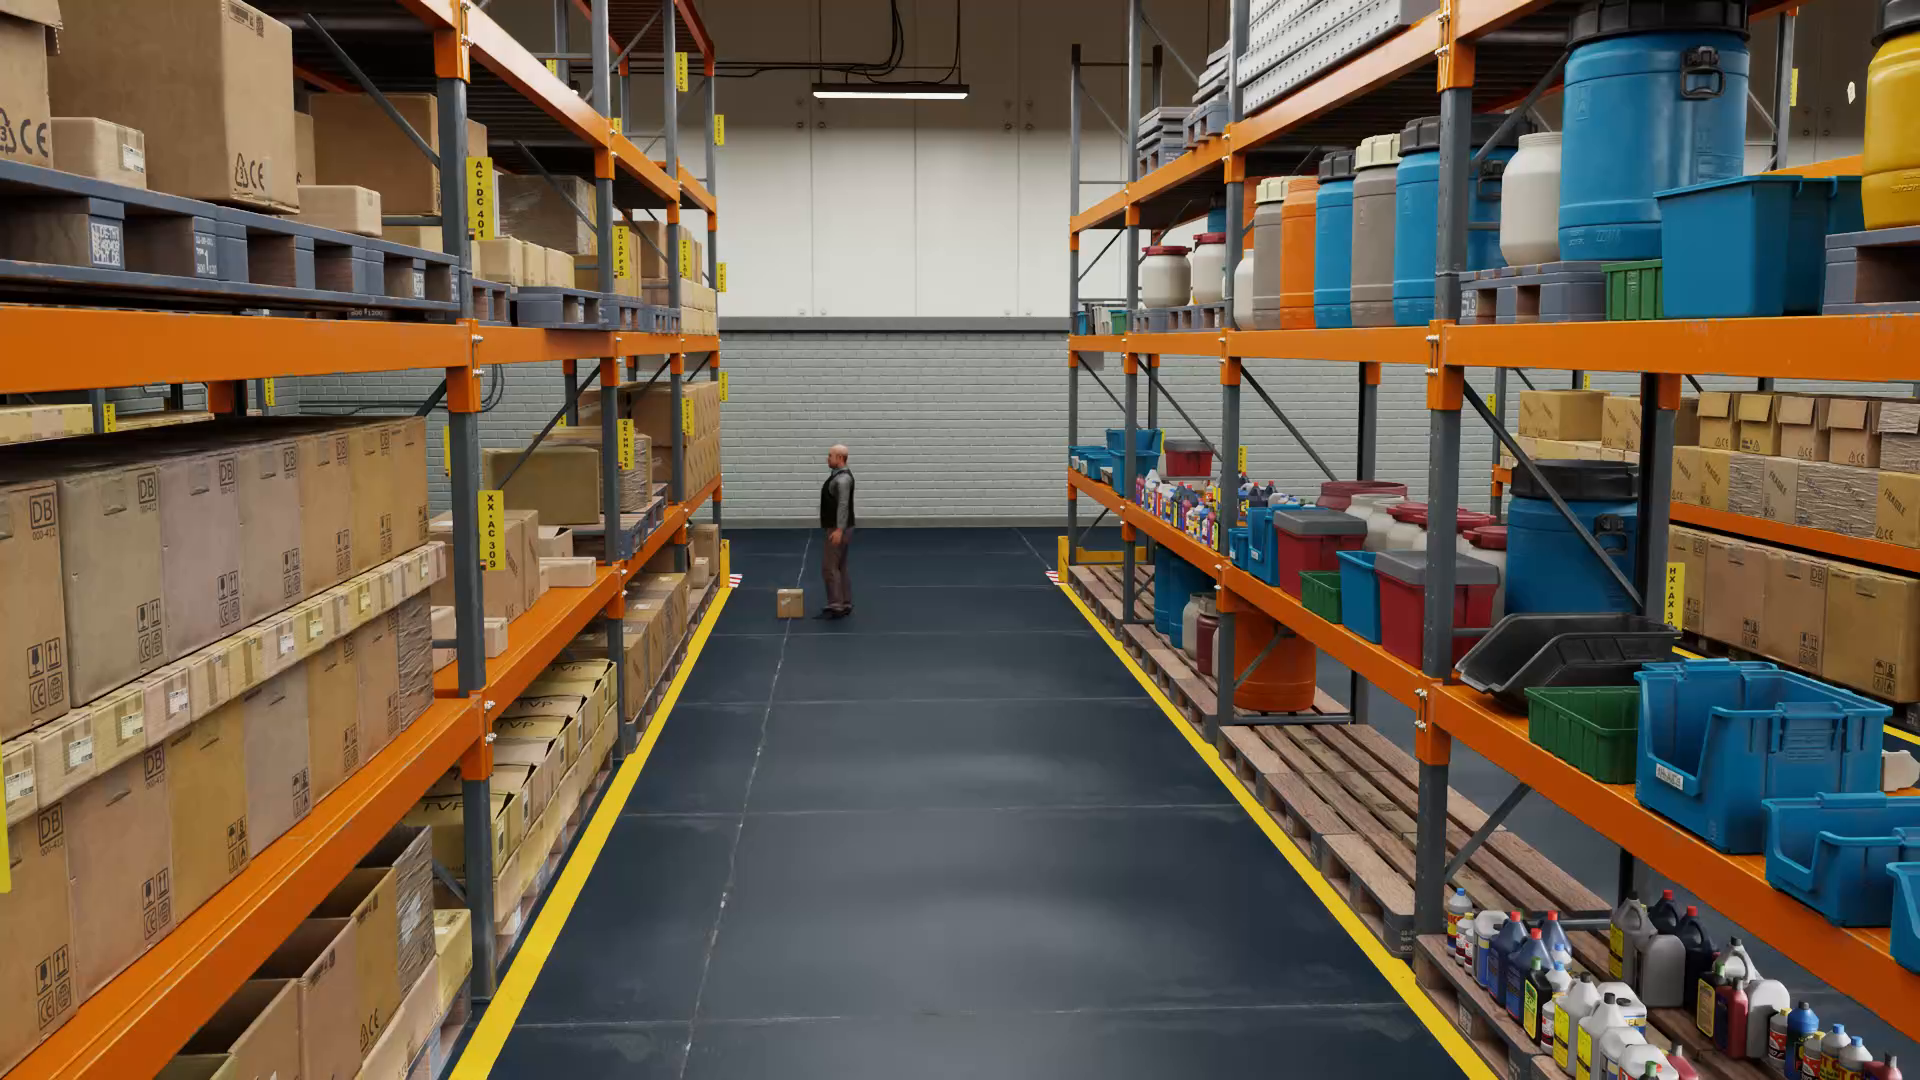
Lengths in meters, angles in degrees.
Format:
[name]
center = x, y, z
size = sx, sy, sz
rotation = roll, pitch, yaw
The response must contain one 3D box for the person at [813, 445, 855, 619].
[person]
center = -1.264, -0.084, 16.656
size = 0.431, 1.745, 0.555
rotation = 0, 7, -4
